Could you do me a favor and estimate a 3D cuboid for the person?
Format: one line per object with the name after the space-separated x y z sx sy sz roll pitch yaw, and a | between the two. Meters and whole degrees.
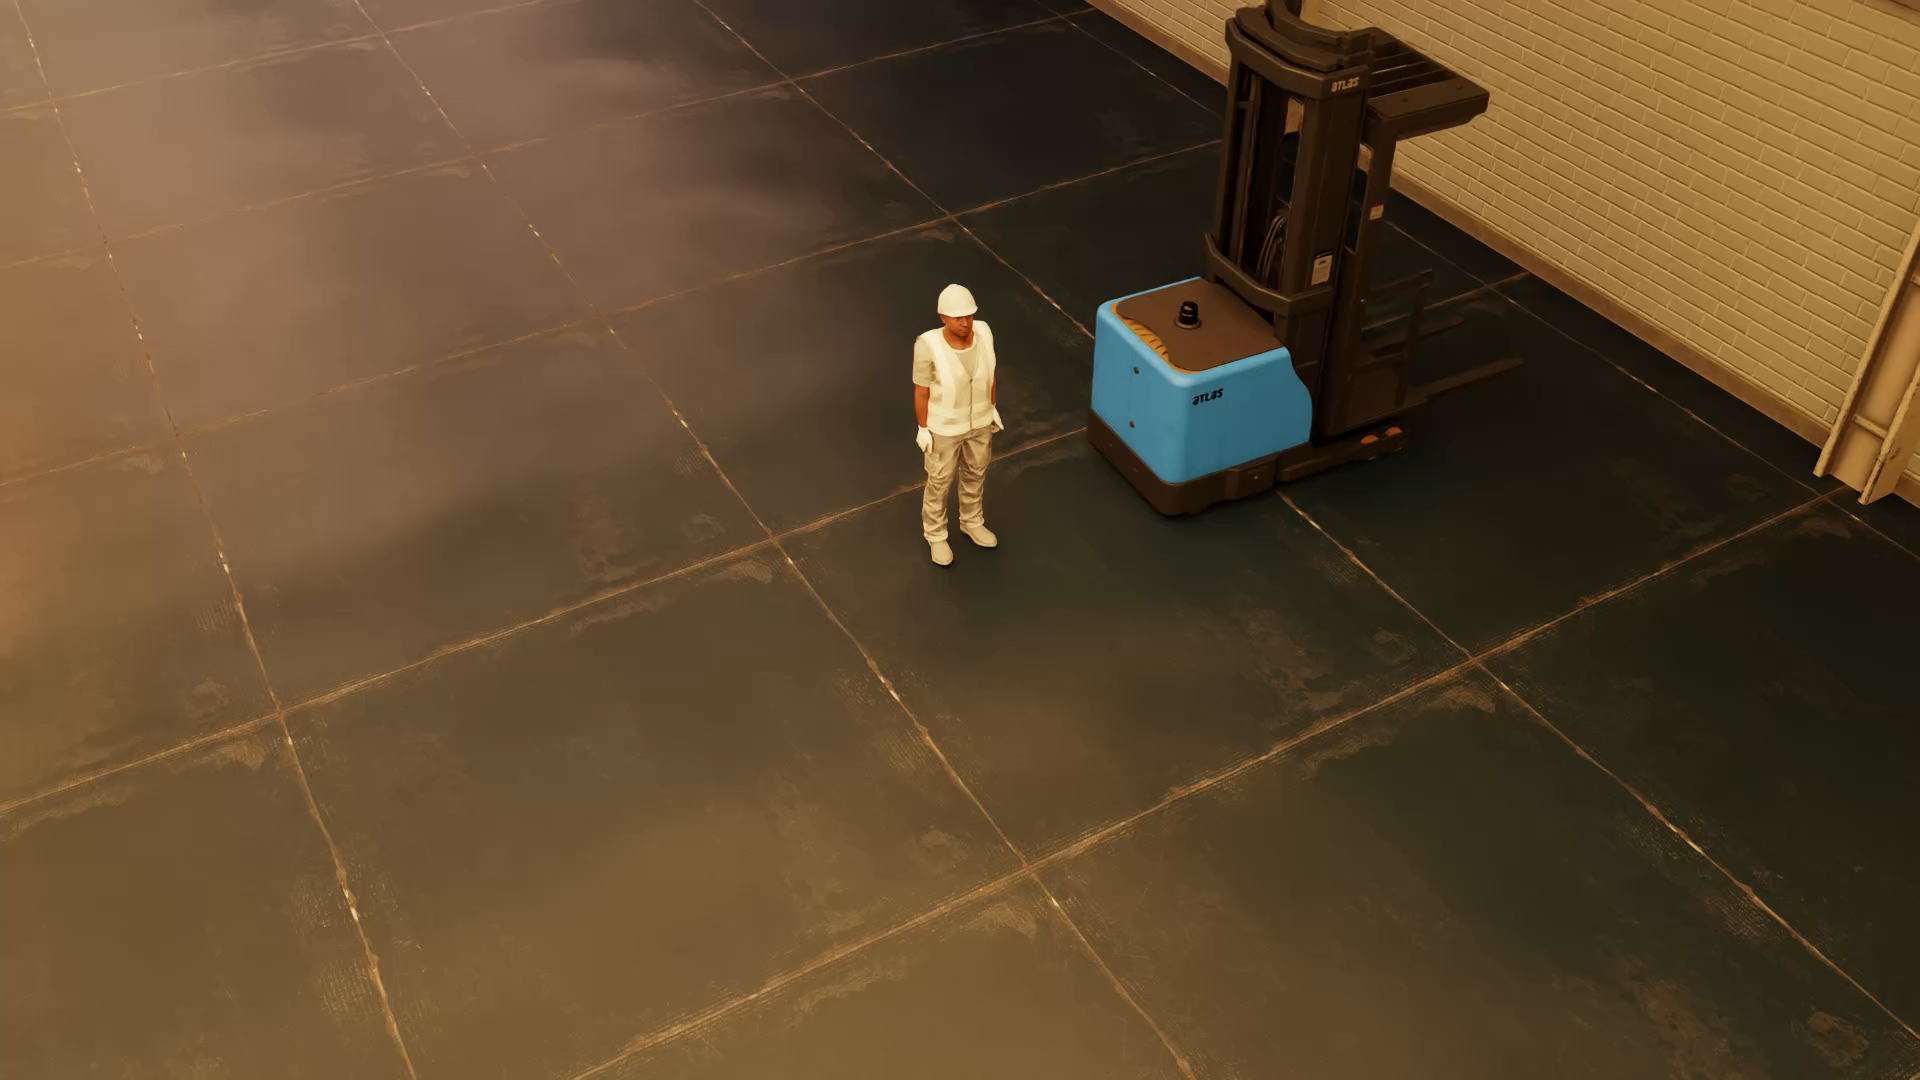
0.003 -0.686 9.762 0.543 1.789 0.387 -20 44 -23 | person

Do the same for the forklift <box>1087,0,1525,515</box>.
2.396 -1.937 10.372 3.031 2.935 1.130 -18 43 -20 | forklift
